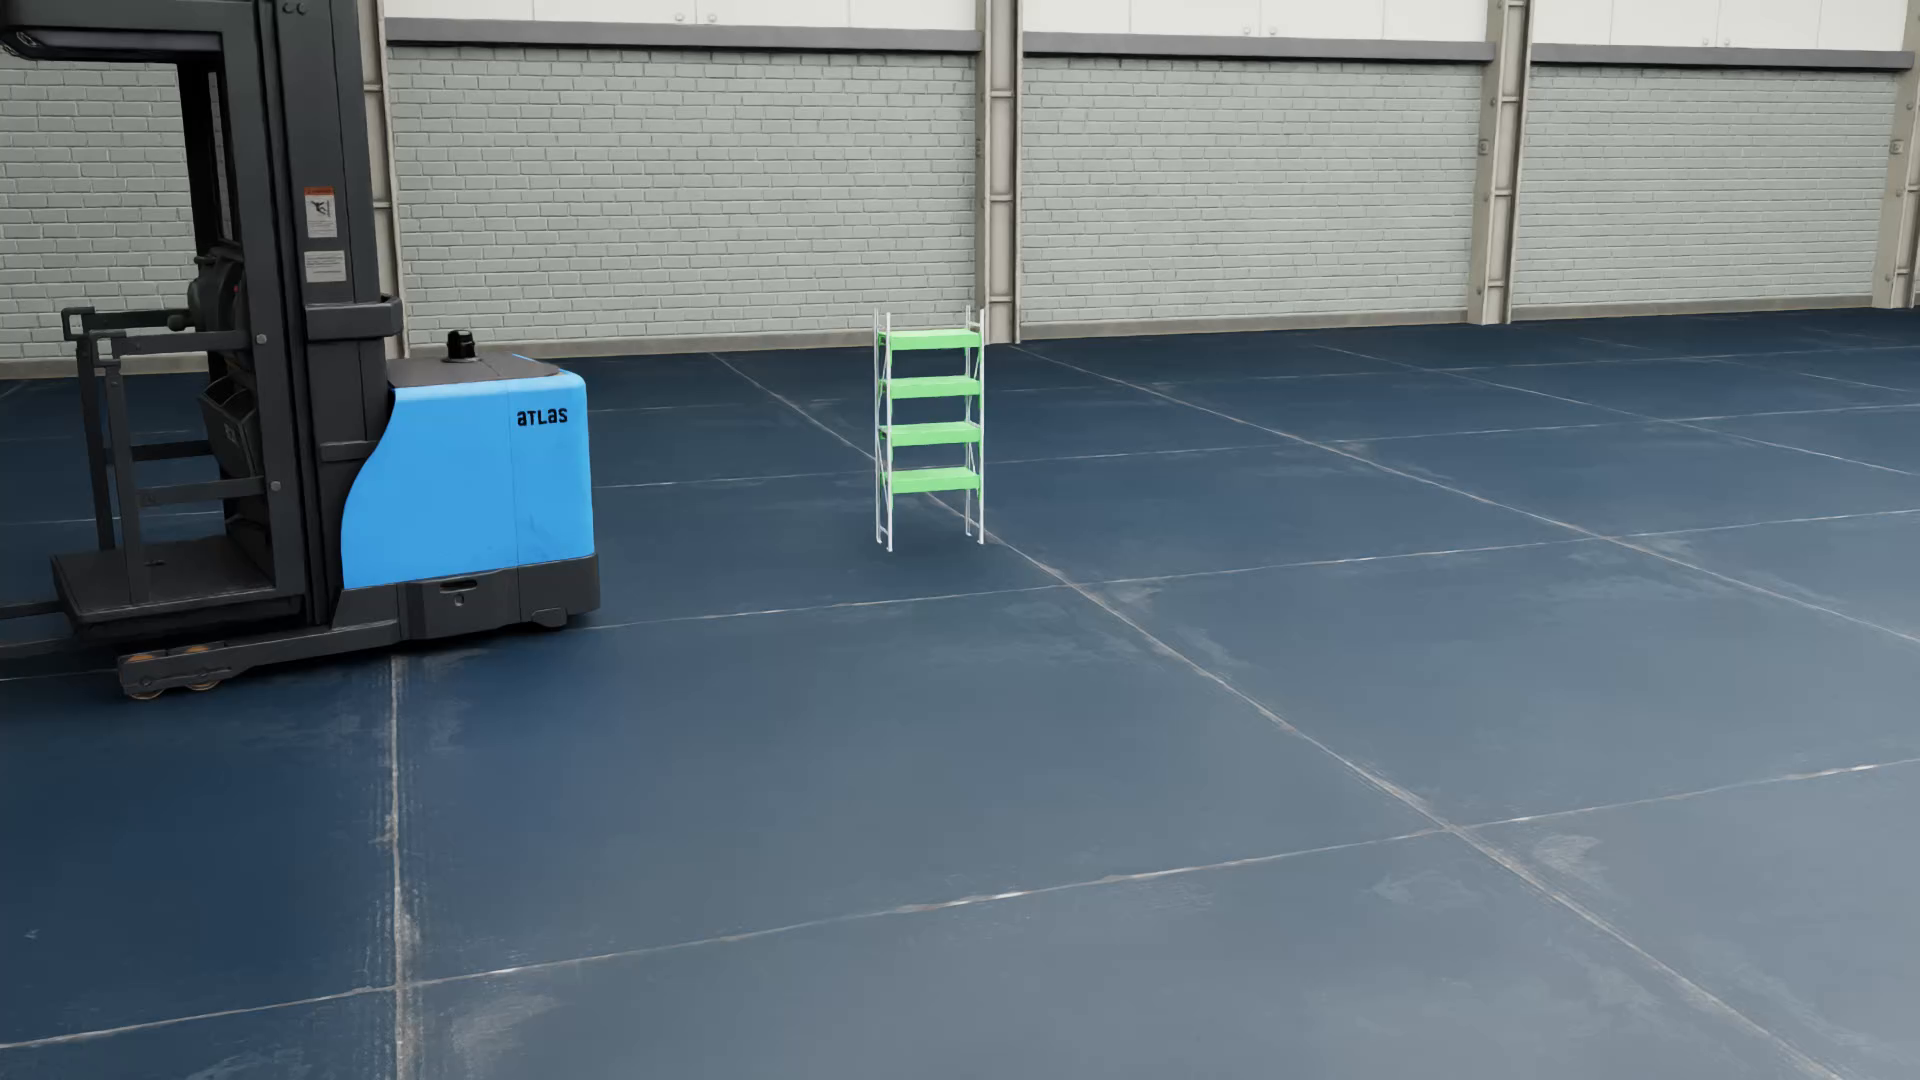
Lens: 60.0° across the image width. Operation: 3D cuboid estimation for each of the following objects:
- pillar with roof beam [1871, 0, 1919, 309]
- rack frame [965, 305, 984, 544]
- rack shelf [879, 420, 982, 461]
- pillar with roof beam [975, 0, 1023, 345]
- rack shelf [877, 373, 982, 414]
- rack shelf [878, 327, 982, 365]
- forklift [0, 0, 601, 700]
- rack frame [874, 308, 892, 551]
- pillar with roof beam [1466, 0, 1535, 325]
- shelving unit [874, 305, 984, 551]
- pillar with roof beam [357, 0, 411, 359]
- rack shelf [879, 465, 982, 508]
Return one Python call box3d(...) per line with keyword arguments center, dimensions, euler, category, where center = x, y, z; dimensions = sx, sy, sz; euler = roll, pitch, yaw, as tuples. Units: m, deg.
box3d(center=(13.135, -6.373, 15.988), dimensions=(0.400, 9.000, 9.100), euler=(-4, 14, -18), category="pillar with roof beam")
box3d(center=(0.074, -0.590, 8.528), dimensions=(0.015, 1.200, 0.240), euler=(-4, 14, -18), category="rack frame")
box3d(center=(-0.157, -0.509, 8.467), dimensions=(0.480, 0.148, 0.258), euler=(-4, 14, -18), category="rack shelf")
box3d(center=(1.762, -5.487, 12.265), dimensions=(0.400, 9.000, 9.100), euler=(-4, 14, -18), category="pillar with roof beam")
box3d(center=(-0.157, -0.743, 8.412), dimensions=(0.480, 0.148, 0.258), euler=(-4, 14, -18), category="rack shelf")
box3d(center=(-0.157, -0.976, 8.356), dimensions=(0.480, 0.148, 0.258), euler=(-4, 14, -18), category="rack shelf")
box3d(center=(-3.058, -0.973, 6.401), dimensions=(3.031, 2.935, 1.130), euler=(-8, 16, -32), category="forklift")
box3d(center=(-0.388, -0.553, 8.377), dimensions=(0.015, 1.200, 0.240), euler=(-4, 14, -18), category="rack frame")
box3d(center=(7.448, -5.930, 14.127), dimensions=(0.400, 9.000, 9.100), euler=(-4, 14, -18), category="pillar with roof beam")
box3d(center=(-0.157, -0.571, 8.453), dimensions=(0.503, 1.200, 0.258), euler=(-4, 14, -18), category="shelving unit")
box3d(center=(-3.925, -5.044, 10.403), dimensions=(0.400, 9.000, 9.100), euler=(-4, 14, -18), category="pillar with roof beam")
box3d(center=(-0.157, -0.276, 8.523), dimensions=(0.480, 0.148, 0.258), euler=(-4, 14, -18), category="rack shelf")
